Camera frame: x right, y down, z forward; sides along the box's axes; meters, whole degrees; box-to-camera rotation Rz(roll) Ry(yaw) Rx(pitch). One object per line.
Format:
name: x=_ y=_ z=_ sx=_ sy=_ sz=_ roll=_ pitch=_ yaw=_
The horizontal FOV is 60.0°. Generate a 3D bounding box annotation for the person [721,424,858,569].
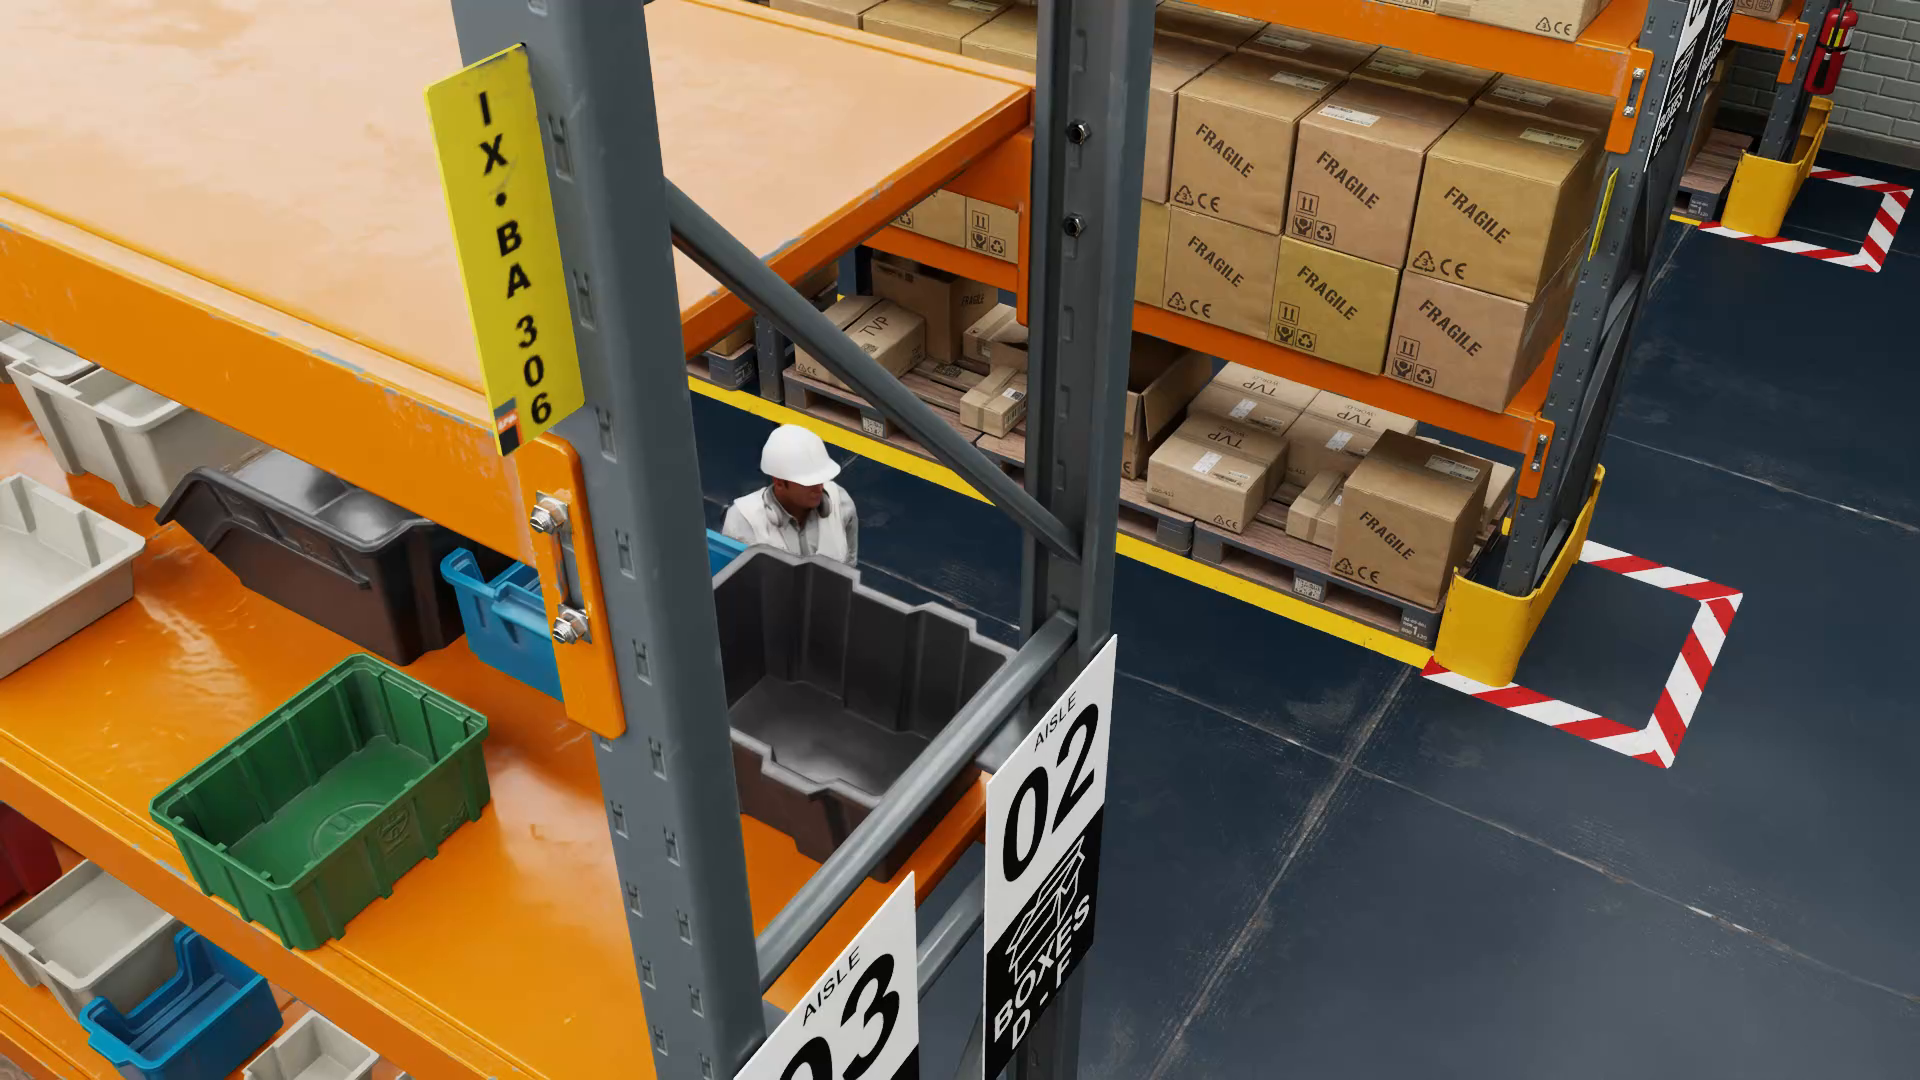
person: x=-0.664 y=0.262 z=6.298 sx=0.581 sy=1.762 sz=0.570 roll=-15 pitch=41 yaw=-18
